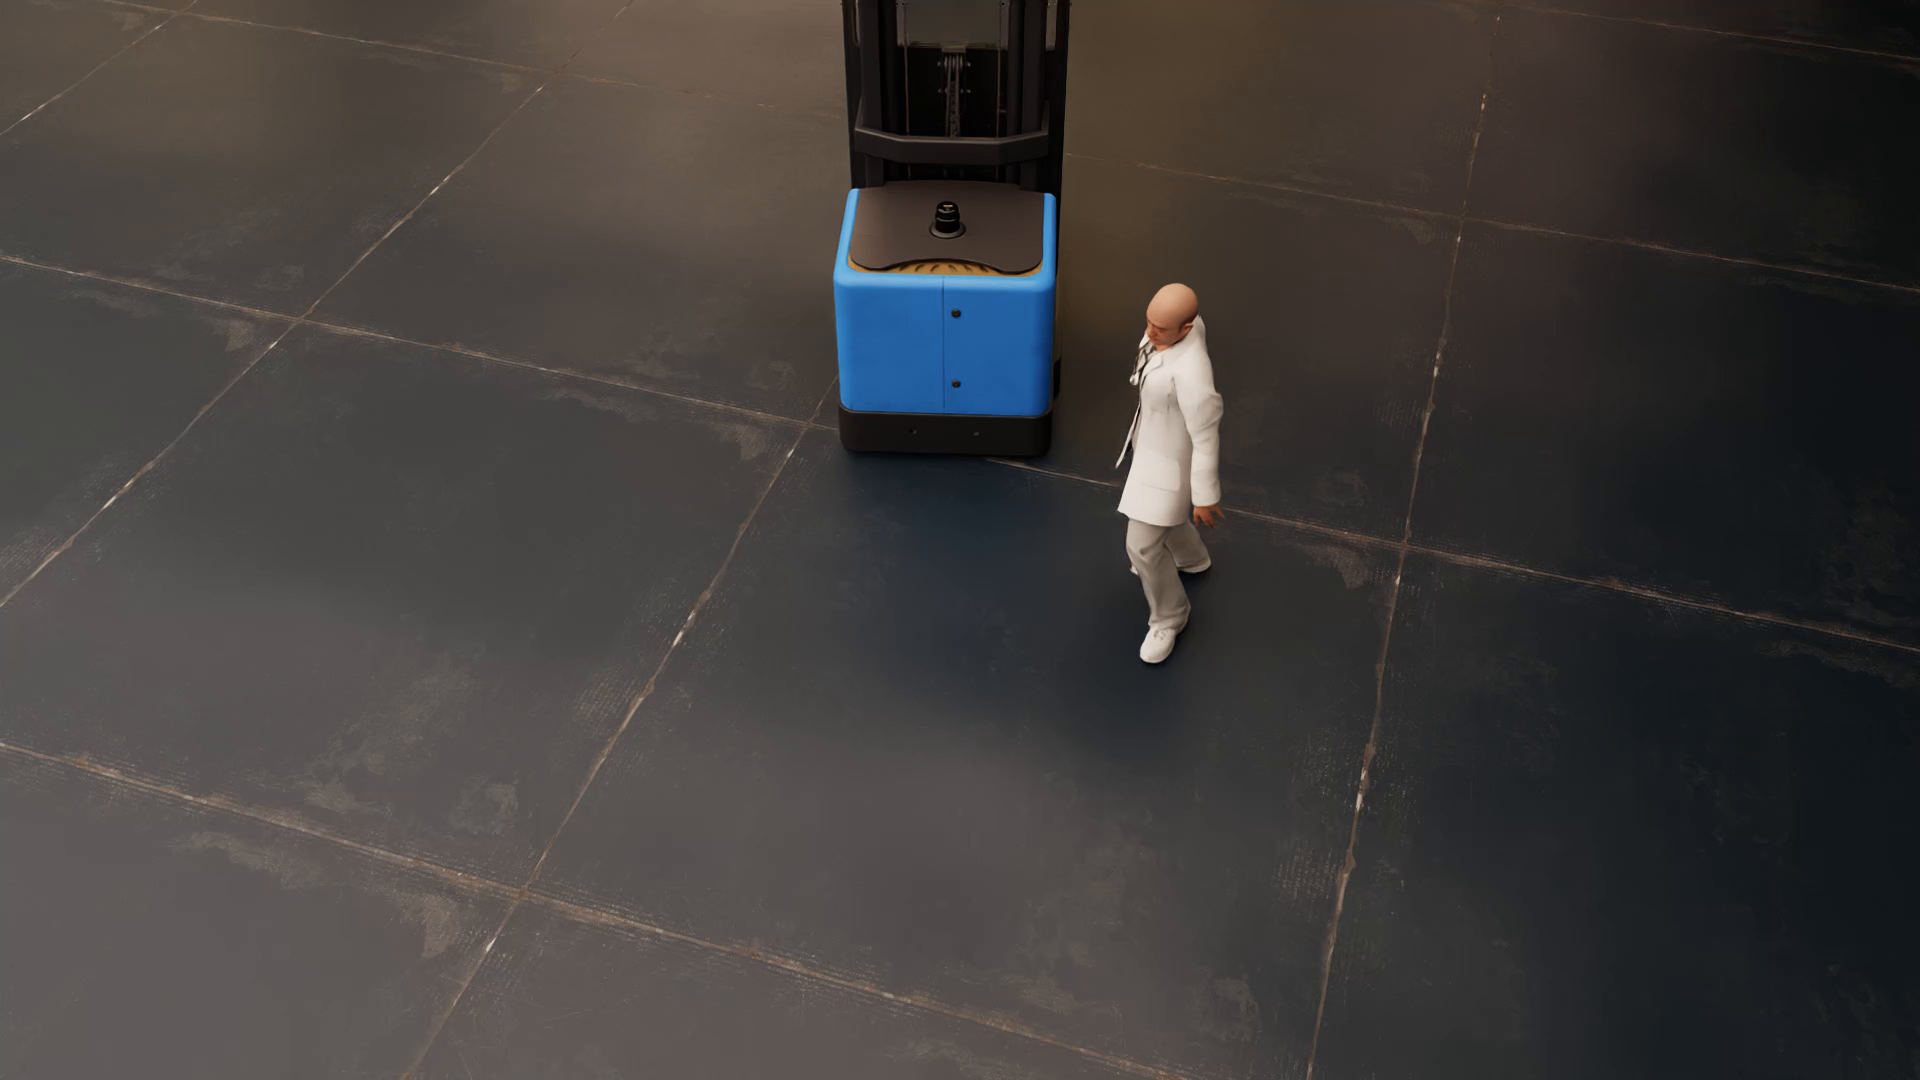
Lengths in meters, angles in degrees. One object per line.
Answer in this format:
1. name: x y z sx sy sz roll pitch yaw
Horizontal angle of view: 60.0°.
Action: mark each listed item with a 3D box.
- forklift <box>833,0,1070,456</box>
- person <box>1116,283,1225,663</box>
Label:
1. forklift: -0.006 -2.477 8.351 1.130 2.935 3.031 2 43 2
2. person: 0.910 -0.381 7.012 0.509 1.753 0.930 -1 43 -1
